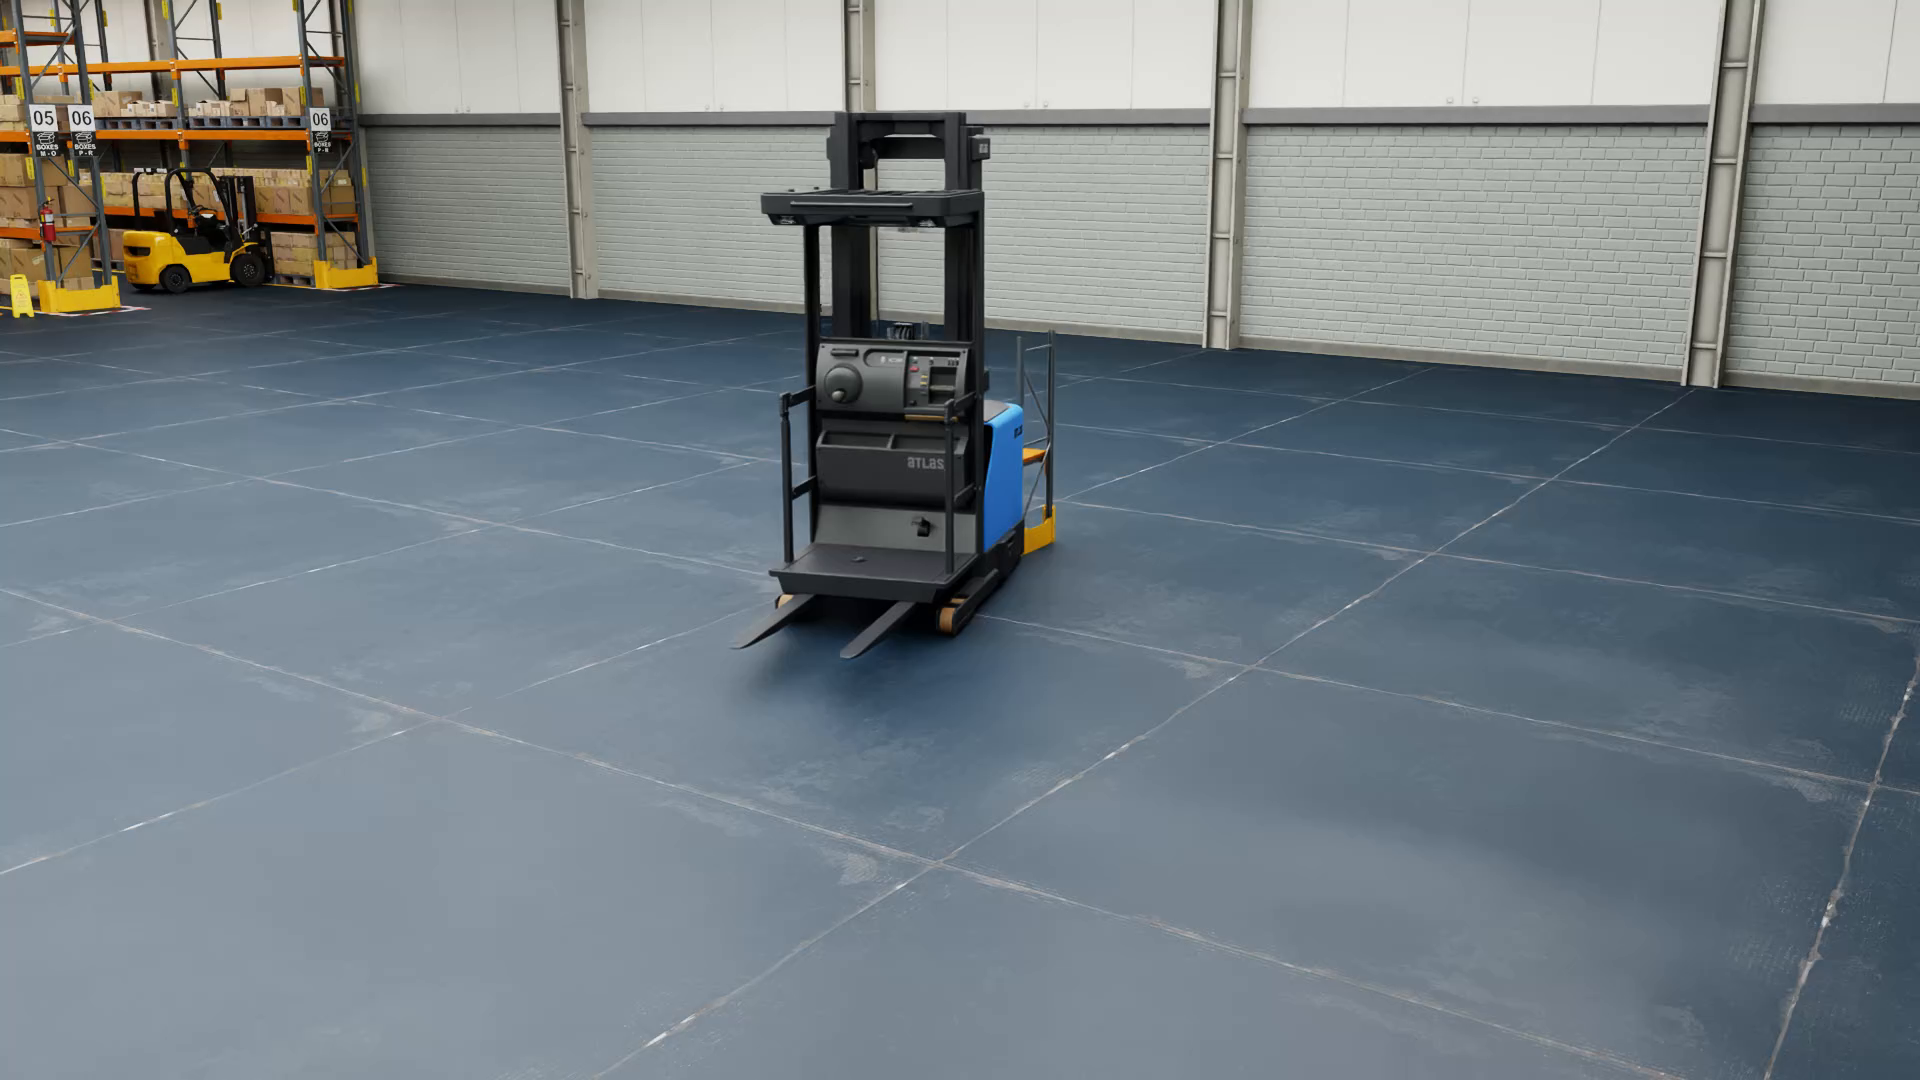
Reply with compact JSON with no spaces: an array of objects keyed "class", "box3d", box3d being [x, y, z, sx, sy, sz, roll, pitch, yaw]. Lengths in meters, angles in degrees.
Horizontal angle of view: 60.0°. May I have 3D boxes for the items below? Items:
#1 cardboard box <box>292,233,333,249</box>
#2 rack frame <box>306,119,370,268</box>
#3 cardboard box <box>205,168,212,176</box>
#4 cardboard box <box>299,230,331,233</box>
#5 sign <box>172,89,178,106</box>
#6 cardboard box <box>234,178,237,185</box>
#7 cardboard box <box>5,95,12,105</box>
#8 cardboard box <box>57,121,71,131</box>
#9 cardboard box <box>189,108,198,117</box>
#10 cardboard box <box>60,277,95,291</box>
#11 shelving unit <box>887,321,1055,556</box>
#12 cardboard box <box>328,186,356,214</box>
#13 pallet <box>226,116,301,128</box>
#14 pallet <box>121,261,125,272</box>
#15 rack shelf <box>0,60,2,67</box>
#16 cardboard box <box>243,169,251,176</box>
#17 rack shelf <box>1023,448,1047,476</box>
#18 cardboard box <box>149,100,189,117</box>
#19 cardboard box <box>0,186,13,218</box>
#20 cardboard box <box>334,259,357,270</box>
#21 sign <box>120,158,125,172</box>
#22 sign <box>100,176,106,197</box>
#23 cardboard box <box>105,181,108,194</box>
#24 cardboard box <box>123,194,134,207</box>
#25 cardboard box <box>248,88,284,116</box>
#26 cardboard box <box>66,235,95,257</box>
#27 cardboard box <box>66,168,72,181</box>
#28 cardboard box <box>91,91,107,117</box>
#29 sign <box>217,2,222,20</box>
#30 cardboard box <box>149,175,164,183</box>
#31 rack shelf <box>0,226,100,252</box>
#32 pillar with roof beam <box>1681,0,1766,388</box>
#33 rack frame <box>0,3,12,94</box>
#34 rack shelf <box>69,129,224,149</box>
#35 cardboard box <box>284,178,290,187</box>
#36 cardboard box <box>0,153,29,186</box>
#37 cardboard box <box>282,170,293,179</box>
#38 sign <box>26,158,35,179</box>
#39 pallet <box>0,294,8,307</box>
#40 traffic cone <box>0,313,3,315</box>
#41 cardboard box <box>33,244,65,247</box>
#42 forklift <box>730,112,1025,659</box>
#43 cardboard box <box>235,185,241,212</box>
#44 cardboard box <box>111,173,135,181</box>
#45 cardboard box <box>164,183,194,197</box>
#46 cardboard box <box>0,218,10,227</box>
[{"class":"cardboard box","box3d":[-11.937,-5.523,30.658,0.500,0.250,0.500,10,17,35]},{"class":"rack frame","box3d":[-11.380,-6.169,30.500,0.127,3.000,1.000,9,17,33]},{"class":"cardboard box","box3d":[-14.323,-7.097,32.074,0.250,0.149,0.380,9,17,34]},{"class":"cardboard box","box3d":[-12.090,-5.692,31.340,0.500,0.250,0.500,9,17,33]},{"class":"sign","box3d":[-14.994,-8.455,31.764,0.005,0.325,0.100,9,17,33]},{"class":"cardboard box","box3d":[-13.536,-6.796,31.475,0.250,0.149,0.380,9,16,31]},{"class":"cardboard box","box3d":[-14.786,-6.928,26.190,0.250,0.149,0.380,10,17,34]},{"class":"cardboard box","box3d":[-14.242,-6.622,26.610,0.250,0.149,0.380,9,17,33]},{"class":"cardboard box","box3d":[-14.497,-8.171,31.786,0.250,0.149,0.380,10,17,34]},{"class":"cardboard box","box3d":[-14.663,-4.211,27.439,0.500,0.250,0.500,9,17,32]},{"class":"shelving unit","box3d":[0.068,-0.730,11.649,1.083,1.500,0.587,8,16,29]},{"class":"cardboard box","box3d":[-11.637,-6.339,30.980,0.500,0.500,0.500,10,17,35]},{"class":"pallet","box3d":[-12.969,-7.845,31.214,1.213,0.211,1.003,9,17,33]},{"class":"pallet","box3d":[-16.349,-5.606,34.030,1.213,0.211,1.003,9,17,33]},{"class":"rack shelf","box3d":[-22.997,-10.607,37.450,4.000,0.370,1.077,9,17,33]},{"class":"cardboard box","box3d":[-13.271,-6.924,31.374,0.250,0.149,0.380,9,17,33]},{"class":"rack shelf","box3d":[0.076,-0.554,11.688,1.000,0.185,0.538,8,16,29]},{"class":"cardboard box","box3d":[-15.436,-8.419,32.450,0.500,0.311,0.500,9,16,31]},{"class":"cardboard box","box3d":[-15.165,-5.457,26.799,0.500,0.500,0.500,9,17,33]},{"class":"cardboard box","box3d":[-11.679,-5.143,31.203,0.500,0.250,0.500,9,17,33]},{"class":"sign","box3d":[-17.712,-7.915,35.143,0.005,0.325,0.100,9,17,33]},{"class":"sign","box3d":[-13.845,-5.707,26.833,0.005,0.325,0.100,9,17,33]},{"class":"cardboard box","box3d":[-17.372,-7.236,34.082,0.500,0.250,0.500,10,17,35]},{"class":"cardboard box","box3d":[-16.512,-6.854,33.582,0.500,0.250,0.500,10,17,35]},{"class":"cardboard box","box3d":[-12.678,-8.094,30.744,0.500,0.500,0.700,9,17,33]},{"class":"cardboard box","box3d":[-18.490,-6.246,35.139,0.500,0.500,0.500,10,17,34]},{"class":"cardboard box","box3d":[-19.476,-7.677,35.506,0.637,0.503,0.797,9,16,32]},{"class":"cardboard box","box3d":[-17.079,-8.805,33.617,0.500,0.500,0.700,9,16,32]},{"class":"sign","box3d":[-14.370,-10.255,32.248,0.005,0.325,0.100,9,17,33]},{"class":"cardboard box","box3d":[-15.797,-7.153,32.919,0.250,0.149,0.380,9,16,31]},{"class":"rack shelf","box3d":[-15.807,-5.097,27.669,4.000,0.370,1.077,9,17,33]},{"class":"pillar with roof beam","box3d":[6.057,-5.277,14.412,0.400,9.000,9.100,9,17,33]},{"class":"rack frame","box3d":[-21.338,-10.690,36.280,0.127,3.000,1.000,9,17,33]},{"class":"rack shelf","box3d":[-16.359,-8.080,33.476,4.000,0.370,1.077,9,17,33]},{"class":"cardboard box","box3d":[-12.234,-6.598,30.676,0.250,0.149,0.380,10,17,34]},{"class":"cardboard box","box3d":[-15.109,-5.951,26.713,0.500,0.500,0.700,9,17,33]},{"class":"cardboard box","box3d":[-12.250,-6.739,30.627,0.250,0.149,0.380,10,17,34]},{"class":"sign","box3d":[-14.474,-5.786,25.886,0.005,0.325,0.100,9,17,33]},{"class":"pallet","box3d":[-15.873,-4.115,28.006,1.213,0.211,1.003,9,17,33]},{"class":"traffic cone","box3d":[-15.224,-3.747,25.998,0.334,0.463,0.336,9,17,33]},{"class":"cardboard box","box3d":[-15.119,-4.647,27.641,0.500,0.500,0.500,8,16,31]},{"class":"forklift","box3d":[-0.462,-0.976,9.668,1.130,2.935,3.031,4,14,15]},{"class":"cardboard box","box3d":[-13.615,-6.508,31.662,0.500,0.500,0.500,9,17,32]},{"class":"cardboard box","box3d":[-17.020,-7.378,33.828,0.250,0.149,0.380,9,17,33]},{"class":"cardboard box","box3d":[-15.250,-6.890,32.685,0.500,0.250,0.500,9,16,32]},{"class":"cardboard box","box3d":[-15.281,-5.143,26.879,0.250,0.149,0.380,10,17,34]}]
